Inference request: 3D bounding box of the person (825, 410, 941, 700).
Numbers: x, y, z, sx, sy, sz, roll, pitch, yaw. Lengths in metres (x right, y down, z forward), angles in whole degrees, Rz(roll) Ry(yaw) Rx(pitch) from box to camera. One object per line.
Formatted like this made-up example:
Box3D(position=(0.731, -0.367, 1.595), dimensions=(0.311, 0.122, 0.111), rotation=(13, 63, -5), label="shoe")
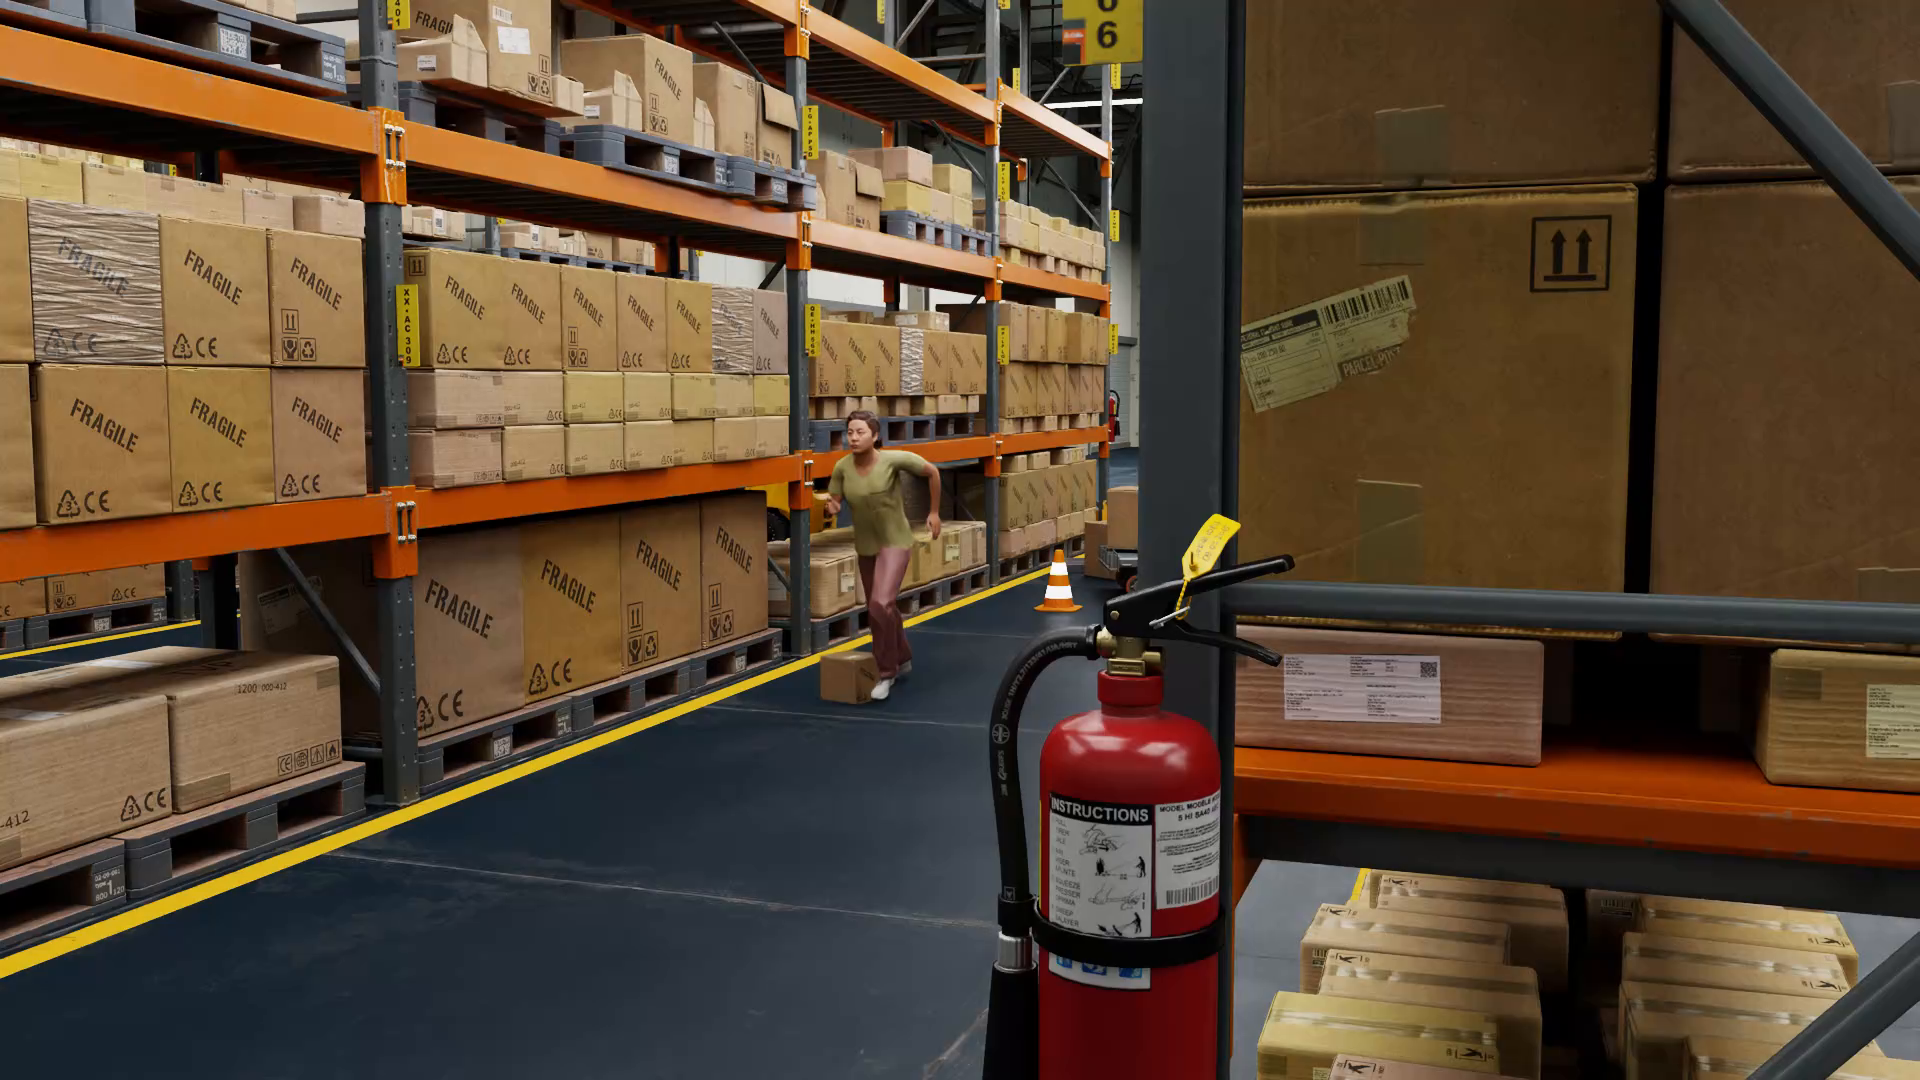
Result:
Box3D(position=(-0.431, 0.063, 9.348), dimensions=(0.572, 1.588, 0.901), rotation=(3, 6, 32), label="person")
